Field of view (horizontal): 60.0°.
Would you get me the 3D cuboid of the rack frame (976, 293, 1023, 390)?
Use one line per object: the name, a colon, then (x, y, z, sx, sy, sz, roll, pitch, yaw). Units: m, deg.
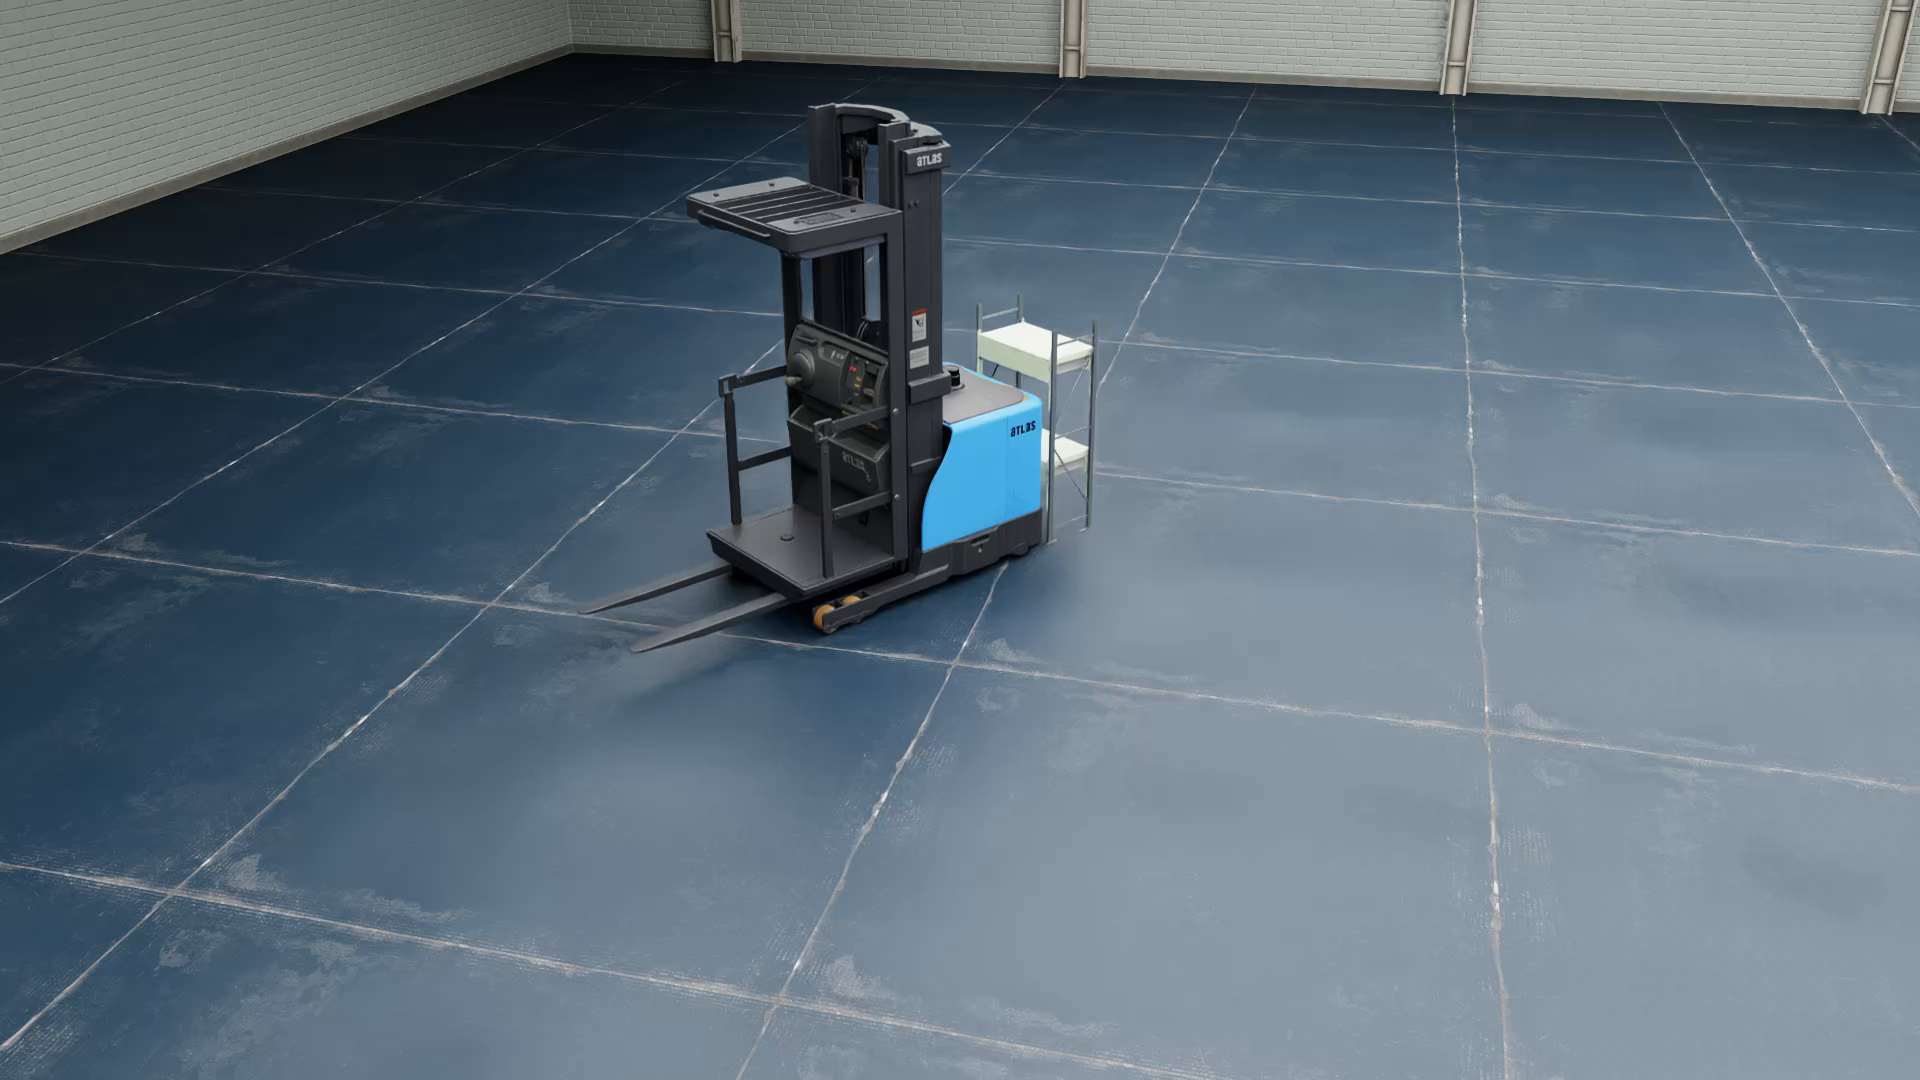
rack frame: (0.268, -0.944, 11.488, 0.400, 1.500, 0.023, -20, 32, -36)

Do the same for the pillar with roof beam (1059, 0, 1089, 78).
pillar with roof beam: (0.768, -9.853, 21.477, 0.400, 9.000, 9.100, 6, 26, 13)

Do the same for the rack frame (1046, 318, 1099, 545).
rack frame: (0.741, -0.704, 10.984, 0.400, 1.500, 0.023, -20, 32, -36)

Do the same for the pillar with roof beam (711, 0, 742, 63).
pillar with roof beam: (-5.043, -10.495, 22.826, 0.400, 9.000, 9.100, 6, 26, 13)

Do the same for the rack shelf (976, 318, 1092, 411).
rack shelf: (0.504, -1.176, 11.068, 0.431, 0.370, 0.720, -20, 32, -36)

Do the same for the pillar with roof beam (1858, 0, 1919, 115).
pillar with roof beam: (12.390, -8.568, 18.778, 0.400, 9.000, 9.100, 6, 26, 13)

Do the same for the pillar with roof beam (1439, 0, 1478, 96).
pillar with roof beam: (6.579, -9.210, 20.128, 0.400, 9.000, 9.100, 6, 26, 13)

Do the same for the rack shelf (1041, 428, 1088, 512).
rack shelf: (0.504, -0.530, 11.376, 0.431, 0.370, 0.720, -20, 32, -36)

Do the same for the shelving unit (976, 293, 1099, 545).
shelving unit: (0.504, -0.824, 11.236, 0.431, 1.500, 0.755, -20, 32, -36)

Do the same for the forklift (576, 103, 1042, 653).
forklift: (-0.906, -1.015, 9.972, 3.031, 2.935, 1.130, -20, 32, -36)
